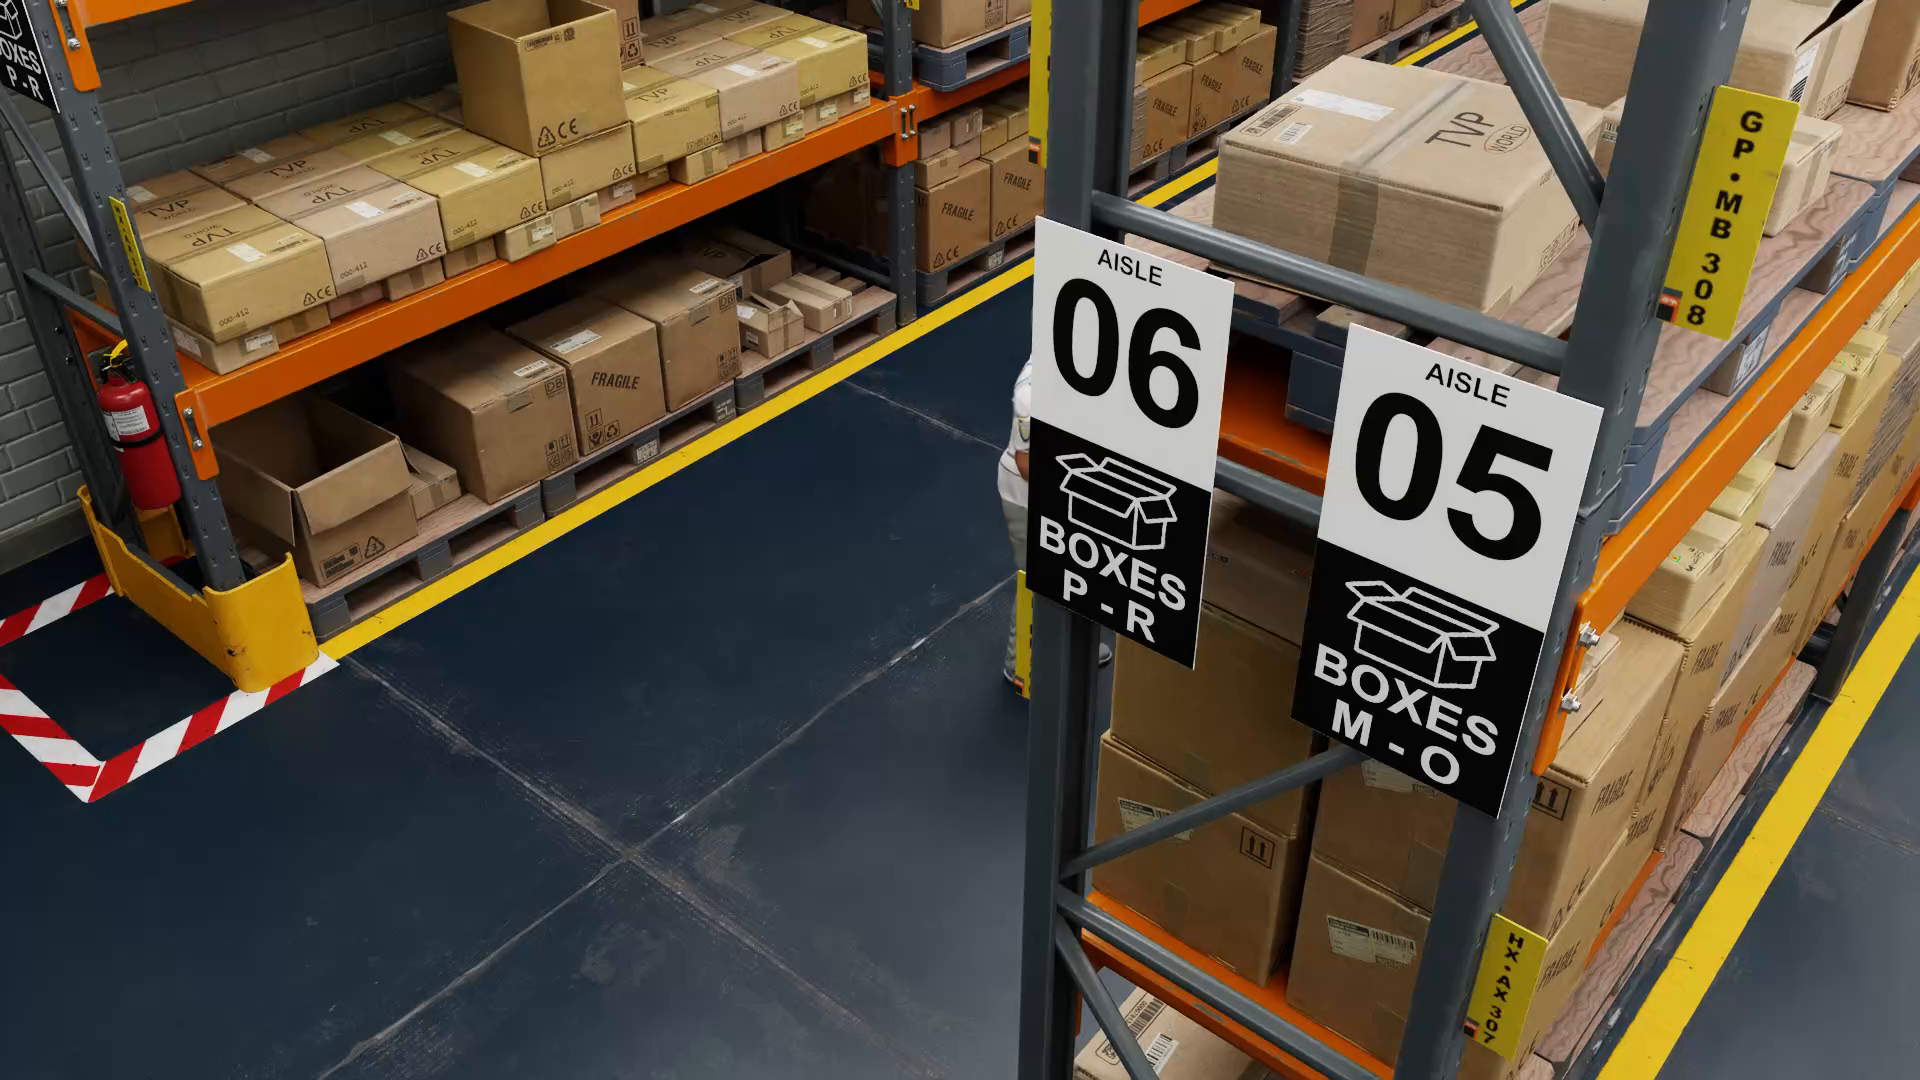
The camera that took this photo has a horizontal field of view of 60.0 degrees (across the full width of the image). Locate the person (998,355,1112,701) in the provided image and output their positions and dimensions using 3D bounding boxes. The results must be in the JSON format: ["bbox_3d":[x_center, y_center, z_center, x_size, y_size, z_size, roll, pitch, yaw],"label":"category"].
[{"bbox_3d":[0.382,-0.172,6.378,0.426,1.672,0.513,25,42,31],"label":"person"}]
